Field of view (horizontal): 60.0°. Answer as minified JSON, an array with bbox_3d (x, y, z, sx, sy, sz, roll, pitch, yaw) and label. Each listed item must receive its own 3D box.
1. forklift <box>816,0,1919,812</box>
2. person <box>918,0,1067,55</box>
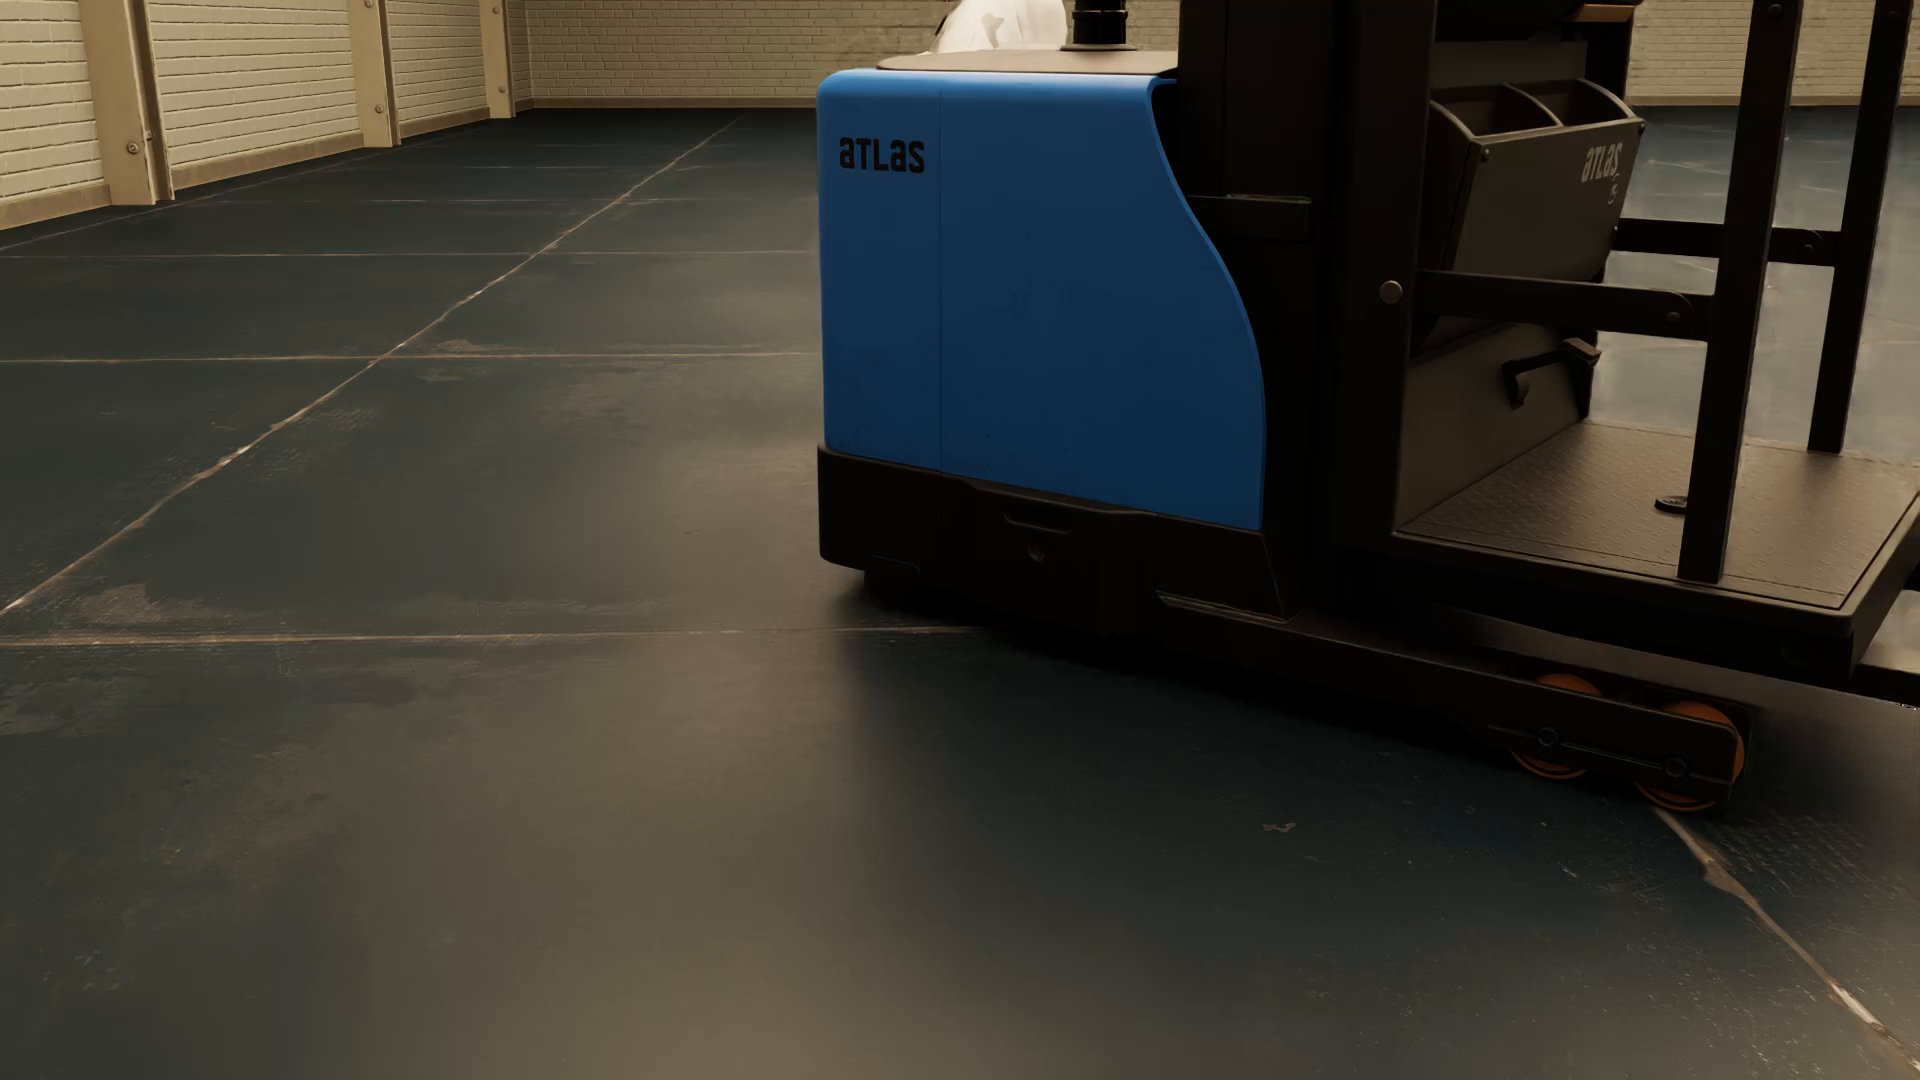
[{"bbox_3d":[1.188,-1.161,2.702,3.031,2.935,1.130,12,21,34],"label":"forklift"},{"bbox_3d":[0.046,-1.018,4.768,0.721,1.536,0.975,-3,17,-11],"label":"person"}]
